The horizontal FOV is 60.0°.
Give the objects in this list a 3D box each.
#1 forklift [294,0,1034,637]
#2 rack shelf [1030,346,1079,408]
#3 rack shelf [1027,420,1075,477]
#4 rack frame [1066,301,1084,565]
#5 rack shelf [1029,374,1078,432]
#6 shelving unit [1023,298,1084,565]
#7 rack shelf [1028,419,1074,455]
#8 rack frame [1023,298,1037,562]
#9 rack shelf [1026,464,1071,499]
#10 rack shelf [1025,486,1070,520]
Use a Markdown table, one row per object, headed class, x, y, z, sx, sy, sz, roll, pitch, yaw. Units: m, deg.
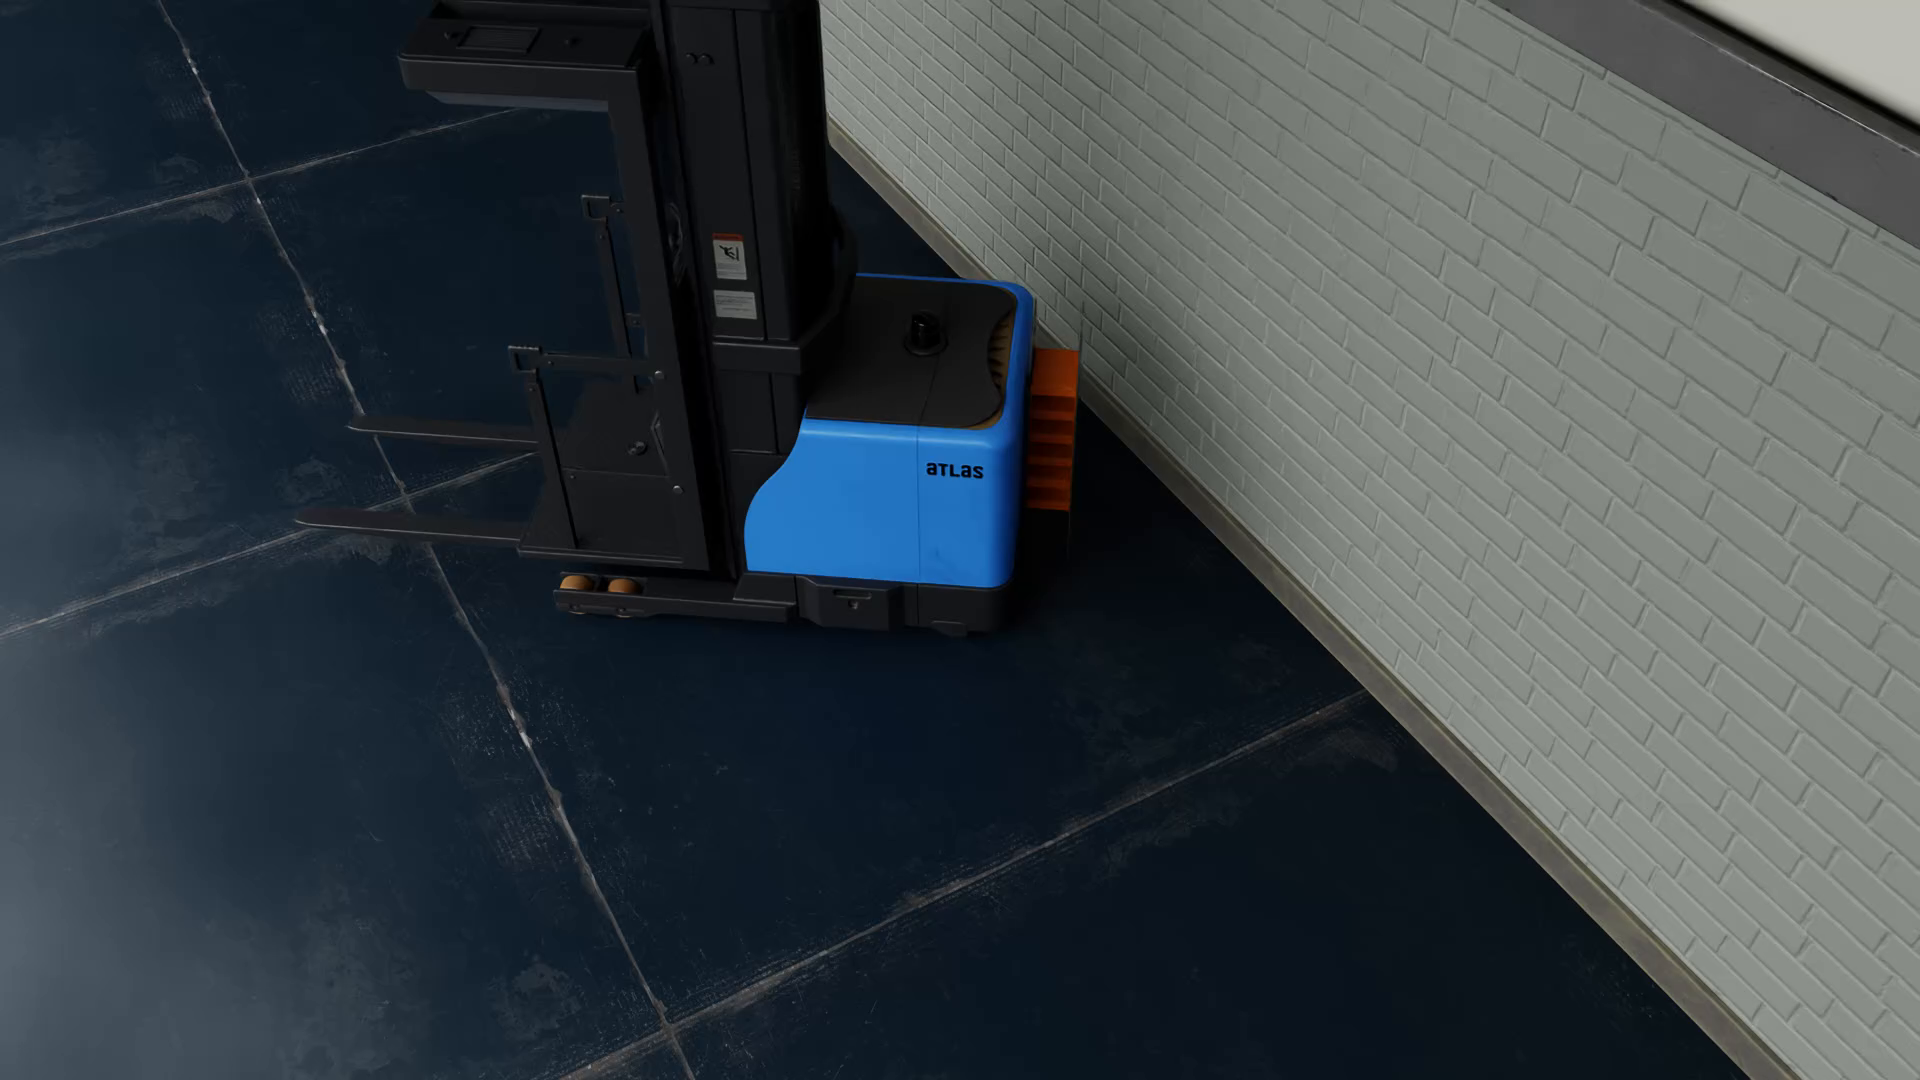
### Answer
| class | x | y | z | sx | sy | sz | roll | pitch | yaw |
| --- | --- | --- | --- | --- | --- | --- | --- | --- | --- |
| forklift | -1.241 | -1.094 | 6.202 | 3.031 | 2.935 | 1.130 | 4 | 44 | 4 |
| rack shelf | 0.373 | -0.640 | 6.524 | 0.180 | 0.103 | 0.258 | 4 | 44 | 4 |
| rack shelf | 0.373 | -0.382 | 6.775 | 0.180 | 0.103 | 0.258 | 4 | 44 | 4 |
| rack frame | 0.464 | -0.407 | 6.737 | 0.006 | 1.200 | 0.240 | 4 | 44 | 4 |
| rack shelf | 0.373 | -0.554 | 6.608 | 0.180 | 0.103 | 0.258 | 4 | 44 | 4 |
| shelving unit | 0.373 | -0.414 | 6.744 | 0.189 | 1.200 | 0.258 | 4 | 44 | 4 |
| rack shelf | 0.373 | -0.468 | 6.692 | 0.180 | 0.103 | 0.258 | 4 | 44 | 4 |
| rack frame | 0.282 | -0.420 | 6.751 | 0.006 | 1.200 | 0.240 | 4 | 44 | 4 |
| rack shelf | 0.373 | -0.296 | 6.859 | 0.180 | 0.103 | 0.258 | 4 | 44 | 4 |
| rack shelf | 0.373 | -0.210 | 6.942 | 0.180 | 0.103 | 0.258 | 4 | 44 | 4 |
